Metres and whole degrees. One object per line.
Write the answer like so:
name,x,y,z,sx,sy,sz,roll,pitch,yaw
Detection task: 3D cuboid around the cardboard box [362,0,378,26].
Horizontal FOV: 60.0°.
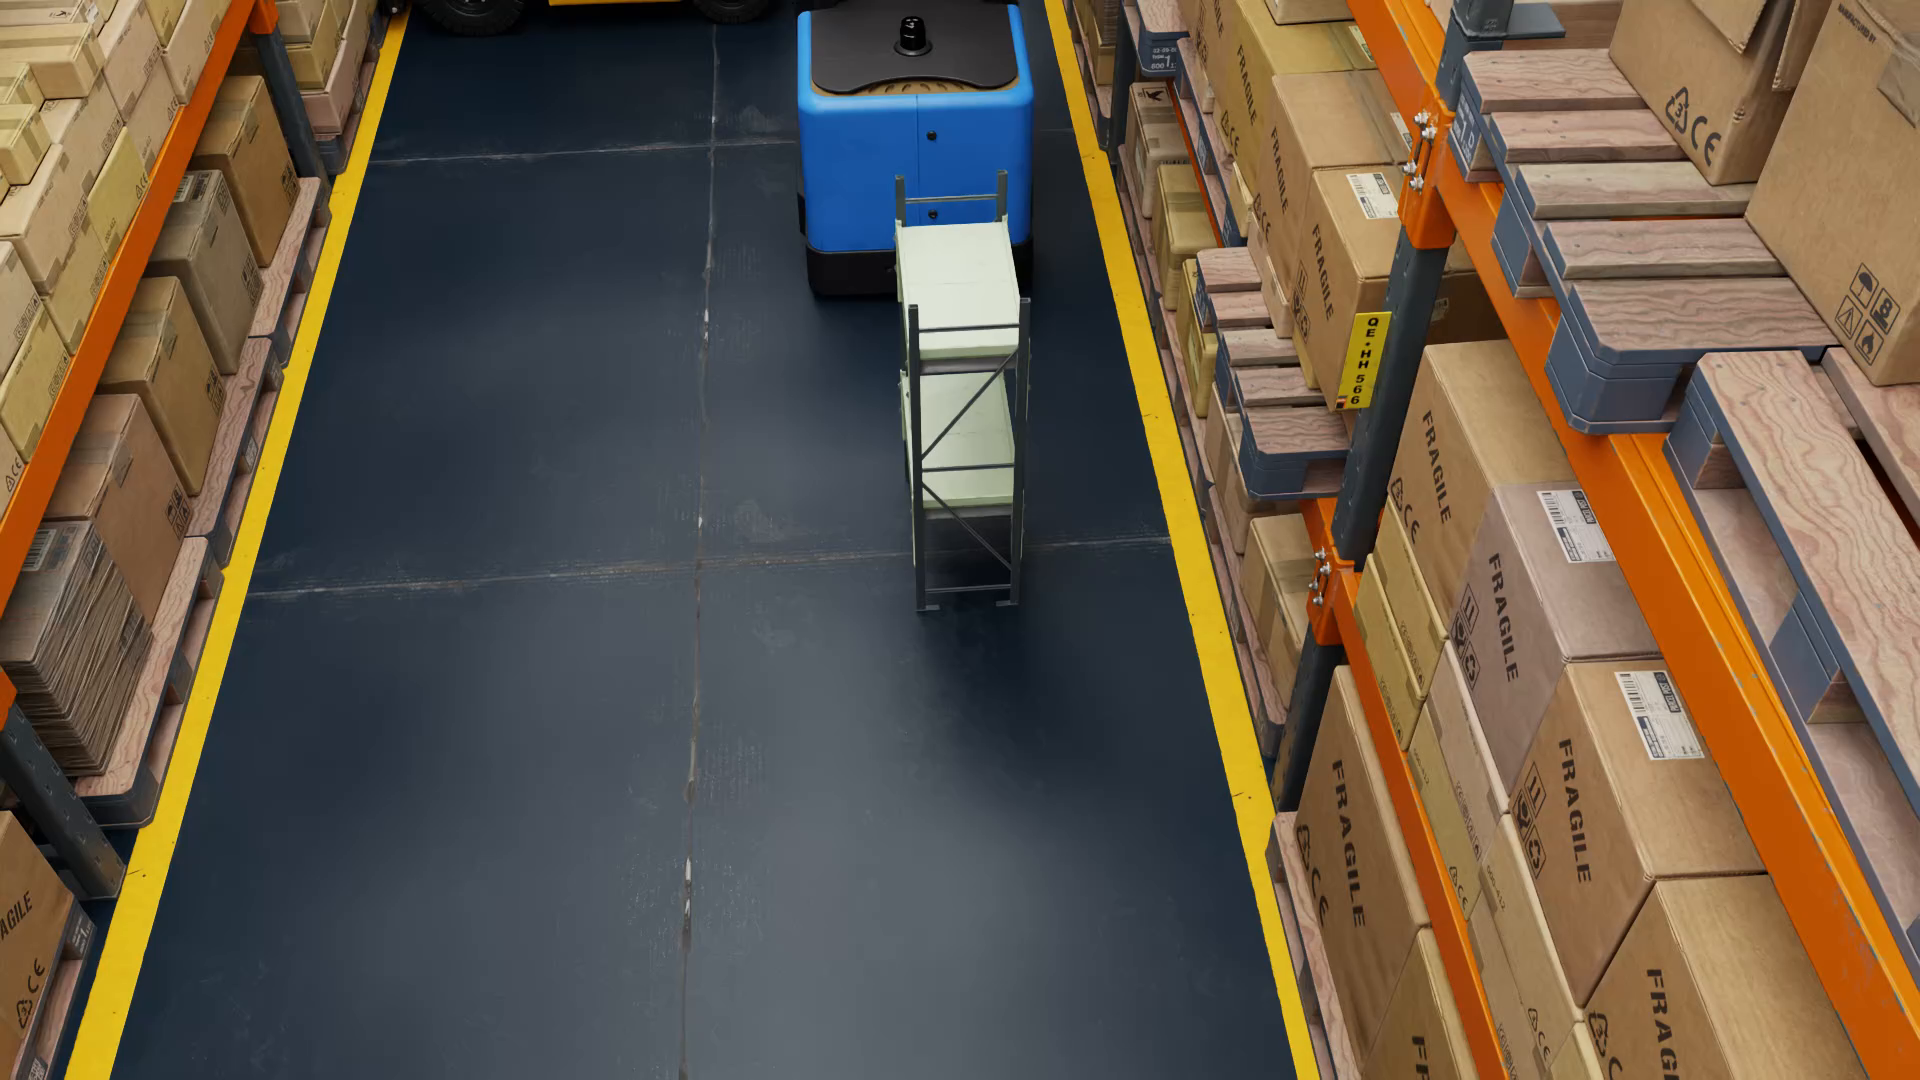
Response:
cardboard box,-3.502,-3.035,9.163,0.500,0.250,0.500,-3,47,-3

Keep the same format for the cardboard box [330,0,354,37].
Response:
cardboard box,-3.452,-2.833,8.627,0.500,0.250,0.500,-4,47,-4

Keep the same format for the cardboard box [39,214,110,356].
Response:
cardboard box,-3.221,-0.856,5.598,0.500,0.250,0.500,-5,47,-5

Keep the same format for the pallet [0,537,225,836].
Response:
pallet,-3.370,0.526,6.106,1.003,0.211,1.213,-3,47,-3

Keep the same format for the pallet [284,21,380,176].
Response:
pallet,-3.700,-2.348,8.828,1.003,0.211,1.213,-3,47,-3

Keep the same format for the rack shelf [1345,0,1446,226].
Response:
rack shelf,1.438,-2.370,5.358,1.077,0.370,4.000,-3,47,-3

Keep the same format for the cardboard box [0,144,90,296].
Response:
cardboard box,-3.201,-1.033,5.421,0.500,0.250,0.500,-5,47,-4

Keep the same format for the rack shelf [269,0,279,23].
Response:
rack shelf,-3.843,-3.928,8.900,1.077,0.370,4.000,-3,47,-3

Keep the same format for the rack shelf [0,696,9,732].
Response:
rack shelf,-3.173,1.860,3.418,1.077,0.370,4.000,-3,47,-3

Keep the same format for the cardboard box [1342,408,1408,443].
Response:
cardboard box,1.344,-0.420,4.966,0.380,0.149,0.250,-2,47,-2

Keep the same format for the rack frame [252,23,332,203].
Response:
rack frame,-3.675,-2.729,7.268,1.000,3.000,0.127,-3,47,-3

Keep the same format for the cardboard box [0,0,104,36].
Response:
cardboard box,-3.289,-1.830,5.901,0.380,0.149,0.250,-3,47,-3

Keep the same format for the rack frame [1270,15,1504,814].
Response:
rack frame,1.606,-0.139,4.816,1.000,3.000,0.127,-3,47,-3

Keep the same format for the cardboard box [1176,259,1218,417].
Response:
cardboard box,1.441,-0.872,7.030,0.950,0.372,0.625,-2,47,-2

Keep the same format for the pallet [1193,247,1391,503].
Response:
pallet,1.440,-0.582,5.368,1.213,0.211,1.003,-3,47,-3

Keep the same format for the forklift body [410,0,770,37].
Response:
forklift body,-2.033,-4.070,9.123,2.313,2.155,1.214,-3,47,-3

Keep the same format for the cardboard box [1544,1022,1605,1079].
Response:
cardboard box,1.503,1.225,3.283,0.500,0.250,0.500,-3,47,-3

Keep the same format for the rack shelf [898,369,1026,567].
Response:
rack shelf,-0.001,-0.296,6.447,0.431,0.370,0.720,-3,47,-3

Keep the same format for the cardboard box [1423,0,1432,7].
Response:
cardboard box,1.341,-1.479,4.192,0.380,0.149,0.250,-3,47,-3

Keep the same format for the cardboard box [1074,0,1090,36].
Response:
cardboard box,0.899,-3.028,9.157,0.500,0.250,0.500,-5,47,-4

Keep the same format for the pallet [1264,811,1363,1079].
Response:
pallet,1.597,1.395,5.284,1.003,0.211,1.213,-3,47,-3

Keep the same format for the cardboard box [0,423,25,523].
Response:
cardboard box,-3.134,-0.119,4.900,0.500,0.250,0.500,-3,47,-3

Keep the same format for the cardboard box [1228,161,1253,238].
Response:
cardboard box,1.133,-1.170,5.676,0.380,0.149,0.250,-3,47,-3

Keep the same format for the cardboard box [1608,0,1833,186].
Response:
cardboard box,1.788,-1.087,3.287,0.797,0.503,0.637,-6,47,-6

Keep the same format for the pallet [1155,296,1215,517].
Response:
pallet,1.443,-0.626,7.198,1.003,0.211,1.213,-3,47,-3

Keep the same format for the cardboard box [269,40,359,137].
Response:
cardboard box,-3.386,-2.298,8.465,0.500,0.250,0.500,-3,47,-3

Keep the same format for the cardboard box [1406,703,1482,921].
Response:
cardboard box,1.456,0.652,4.170,0.500,0.250,0.500,-5,47,-4

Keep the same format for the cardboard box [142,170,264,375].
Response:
cardboard box,-3.563,-1.118,7.089,0.875,0.625,0.625,-4,47,-4

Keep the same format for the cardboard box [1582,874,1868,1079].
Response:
cardboard box,1.521,0.953,3.024,0.500,0.500,0.500,-3,47,-3

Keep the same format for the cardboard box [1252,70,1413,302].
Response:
cardboard box,1.236,-1.106,5.168,0.500,0.500,0.500,-4,47,-4

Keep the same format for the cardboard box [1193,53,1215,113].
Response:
cardboard box,1.084,-1.727,6.204,0.380,0.149,0.250,-2,47,-2

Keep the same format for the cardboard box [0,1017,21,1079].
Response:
cardboard box,-3.059,1.536,4.662,0.500,0.500,0.500,-4,47,-4

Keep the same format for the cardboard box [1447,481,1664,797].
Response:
cardboard box,1.454,0.213,3.725,0.500,0.500,0.500,-3,47,-3

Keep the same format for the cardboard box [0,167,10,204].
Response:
cardboard box,-3.230,-1.087,5.197,0.380,0.149,0.250,-3,47,-3

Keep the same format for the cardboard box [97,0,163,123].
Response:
cardboard box,-3.292,-1.767,6.117,0.500,0.250,0.500,-3,47,-3

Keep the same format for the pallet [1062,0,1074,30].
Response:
pallet,1.074,-3.443,9.865,1.003,0.211,1.213,-3,47,-3

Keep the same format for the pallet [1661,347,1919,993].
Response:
pallet,1.809,0.166,2.591,1.003,0.211,1.213,-2,47,-1

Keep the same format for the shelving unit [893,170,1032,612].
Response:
shelving unit,-0.001,-0.521,6.210,0.431,1.500,0.755,-3,47,-3

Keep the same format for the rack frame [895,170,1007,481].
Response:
rack frame,-0.031,-0.785,6.461,0.400,1.500,0.023,-3,47,-3

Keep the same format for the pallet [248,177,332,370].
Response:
pallet,-3.575,-1.239,7.778,1.003,0.211,1.213,-3,47,-3

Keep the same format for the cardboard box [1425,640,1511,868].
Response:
cardboard box,1.444,0.496,3.973,0.500,0.250,0.500,-2,47,-2

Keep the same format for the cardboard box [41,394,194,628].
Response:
cardboard box,-3.441,-0.087,6.113,0.875,0.625,0.625,-2,47,-2

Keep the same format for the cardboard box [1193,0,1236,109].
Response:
cardboard box,1.148,-1.866,5.888,0.500,0.500,0.500,-5,47,-5

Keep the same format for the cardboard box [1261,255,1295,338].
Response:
cardboard box,1.183,-0.789,5.315,0.380,0.149,0.250,-4,47,-4

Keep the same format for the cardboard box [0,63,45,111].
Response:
cardboard box,-3.310,-1.456,5.548,0.380,0.149,0.250,-3,47,-3

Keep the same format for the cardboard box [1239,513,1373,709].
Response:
cardboard box,1.568,0.211,6.005,0.950,0.372,0.625,-6,47,-6

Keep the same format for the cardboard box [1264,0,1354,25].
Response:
cardboard box,1.188,-1.810,5.388,0.380,0.149,0.250,-6,47,-5

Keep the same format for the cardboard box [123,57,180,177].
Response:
cardboard box,-3.314,-1.604,6.306,0.500,0.250,0.500,-3,47,-3

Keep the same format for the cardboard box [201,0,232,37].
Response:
cardboard box,-3.372,-2.329,6.993,0.500,0.250,0.500,-3,47,-2

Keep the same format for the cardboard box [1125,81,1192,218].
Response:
cardboard box,1.317,-1.895,7.999,0.950,0.372,0.625,-3,47,-3

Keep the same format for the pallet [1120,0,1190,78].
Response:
pallet,1.190,-2.405,7.094,1.003,0.211,1.213,-3,47,-3

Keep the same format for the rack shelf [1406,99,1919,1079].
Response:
rack shelf,1.773,0.524,2.618,1.077,0.370,4.000,-3,47,-3

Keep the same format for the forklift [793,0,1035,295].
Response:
forklift,-0.278,-3.212,7.773,1.130,2.935,3.031,-3,47,-3

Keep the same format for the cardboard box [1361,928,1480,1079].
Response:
cardboard box,1.651,1.597,4.345,0.875,0.875,0.875,-3,47,-3
